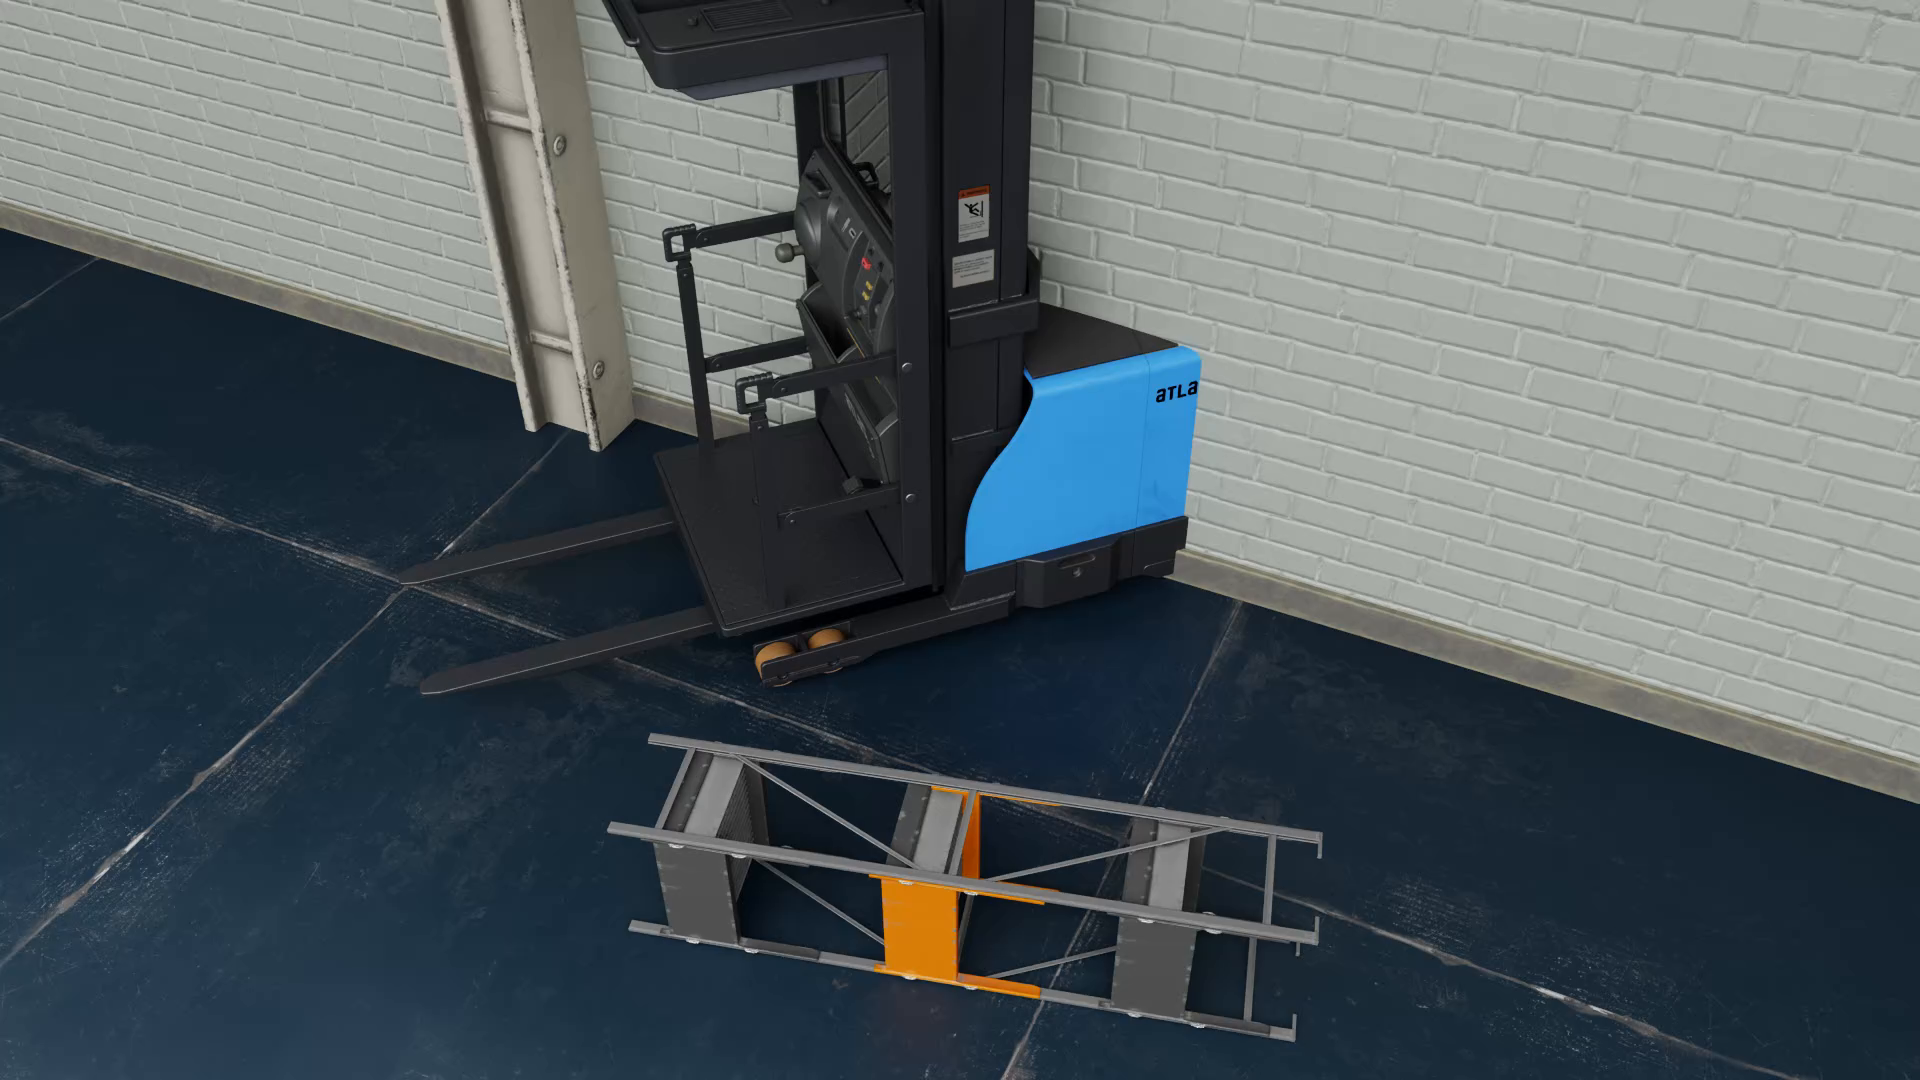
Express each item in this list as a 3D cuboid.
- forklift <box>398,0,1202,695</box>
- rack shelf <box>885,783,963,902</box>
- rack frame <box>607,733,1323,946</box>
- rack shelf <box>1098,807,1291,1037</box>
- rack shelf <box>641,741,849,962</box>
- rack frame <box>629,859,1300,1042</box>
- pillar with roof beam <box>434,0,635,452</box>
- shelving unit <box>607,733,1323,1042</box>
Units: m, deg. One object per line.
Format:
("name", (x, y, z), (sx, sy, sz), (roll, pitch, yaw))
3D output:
("forklift", (-0.583, -0.961, 5.621), (3.031, 2.935, 1.130), (-14, 43, -16))
("rack shelf", (-0.107, 1.044, 5.151), (0.174, 0.457, 0.368), (7, 41, 8))
("rack frame", (0.014, 0.875, 4.973), (2.100, 0.015, 0.400), (7, 41, 8))
("rack shelf", (0.715, 1.149, 5.030), (0.518, 0.480, 0.431), (7, 41, 8))
("rack shelf", (-0.660, 0.974, 5.232), (0.518, 0.480, 0.431), (7, 41, 8))
("rack frame", (0.014, 1.244, 5.293), (2.100, 0.015, 0.400), (7, 41, 8))
("pillar with roof beam", (-3.491, -1.371, 1.461), (0.400, 9.000, 9.100), (17, 44, 19))
("shelving unit", (0.014, 1.060, 5.133), (2.100, 0.503, 0.431), (7, 41, 8))
